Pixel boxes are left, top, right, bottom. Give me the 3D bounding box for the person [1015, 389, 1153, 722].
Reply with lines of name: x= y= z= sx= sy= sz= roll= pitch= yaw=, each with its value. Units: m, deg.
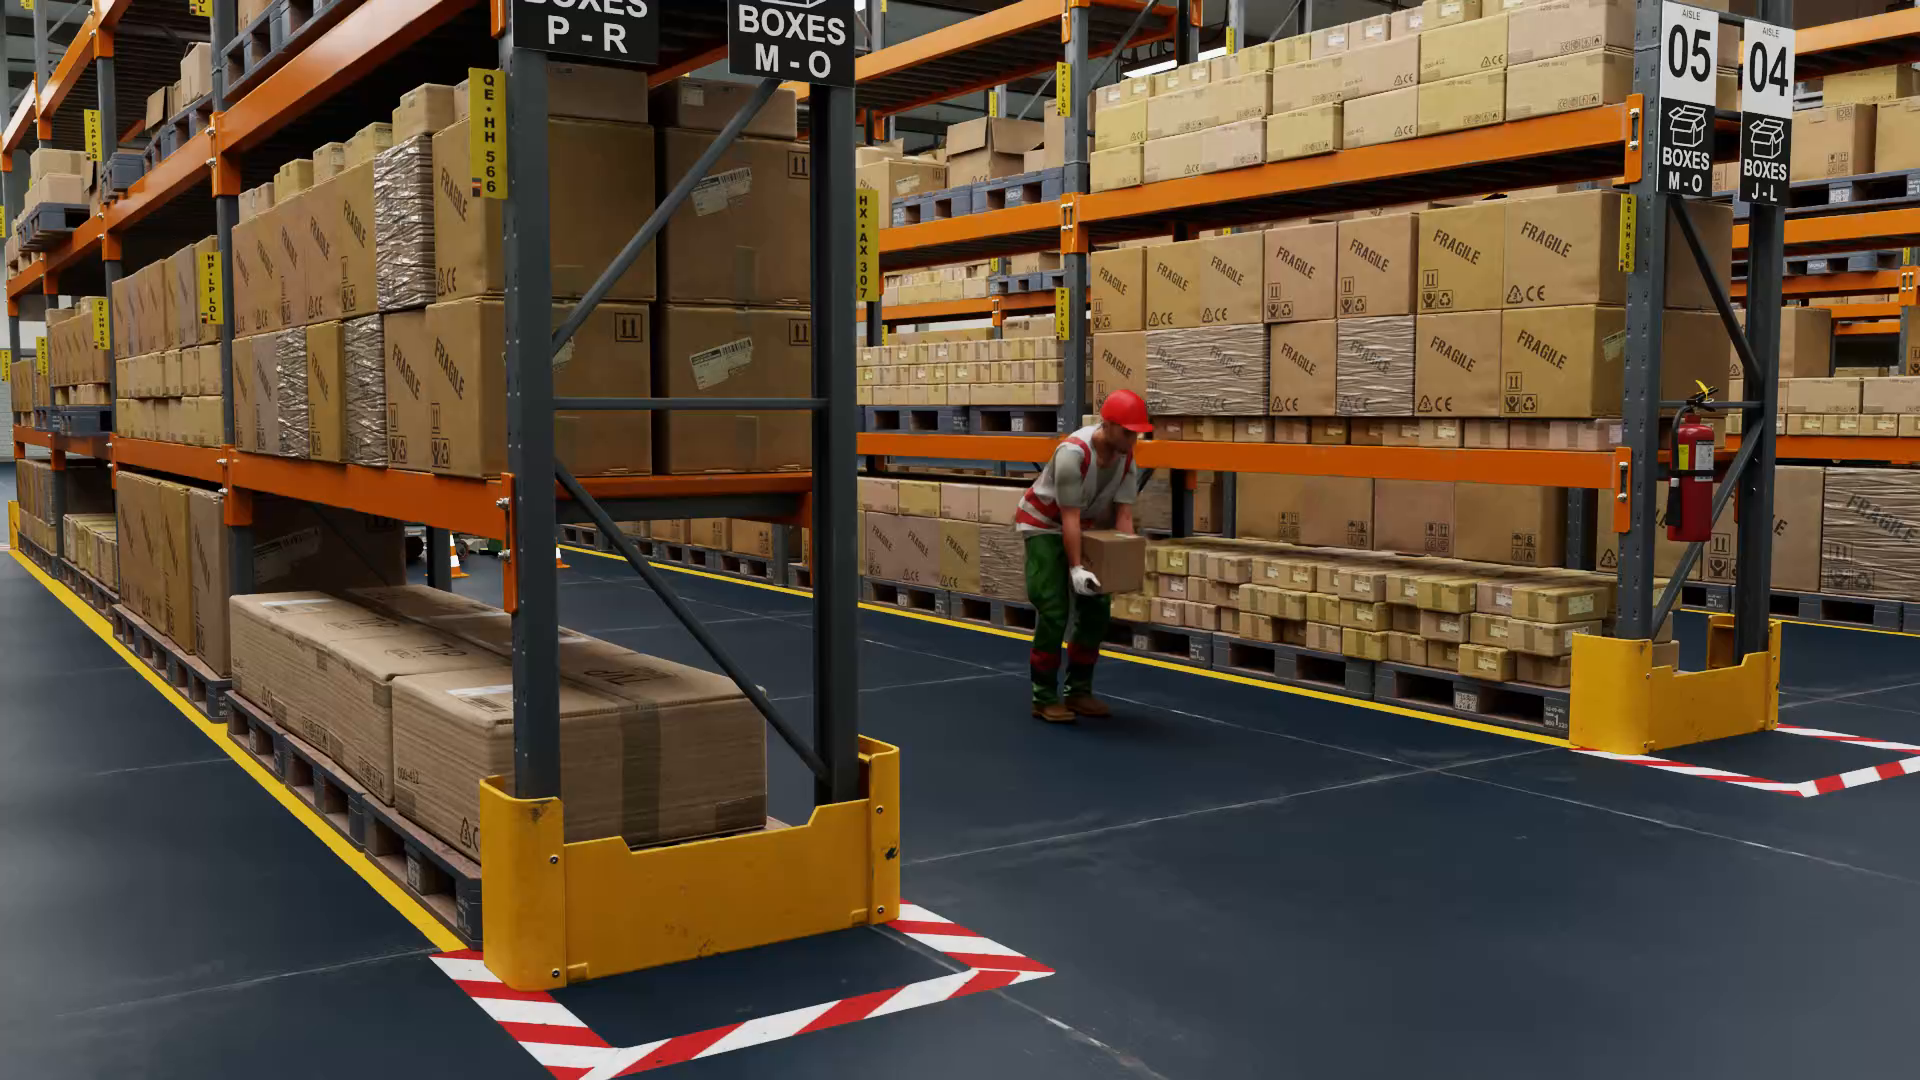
person: x=0.608 y=0.078 z=7.913 sx=0.484 sy=1.581 sz=0.784 roll=-3 pitch=6 yaw=-35
